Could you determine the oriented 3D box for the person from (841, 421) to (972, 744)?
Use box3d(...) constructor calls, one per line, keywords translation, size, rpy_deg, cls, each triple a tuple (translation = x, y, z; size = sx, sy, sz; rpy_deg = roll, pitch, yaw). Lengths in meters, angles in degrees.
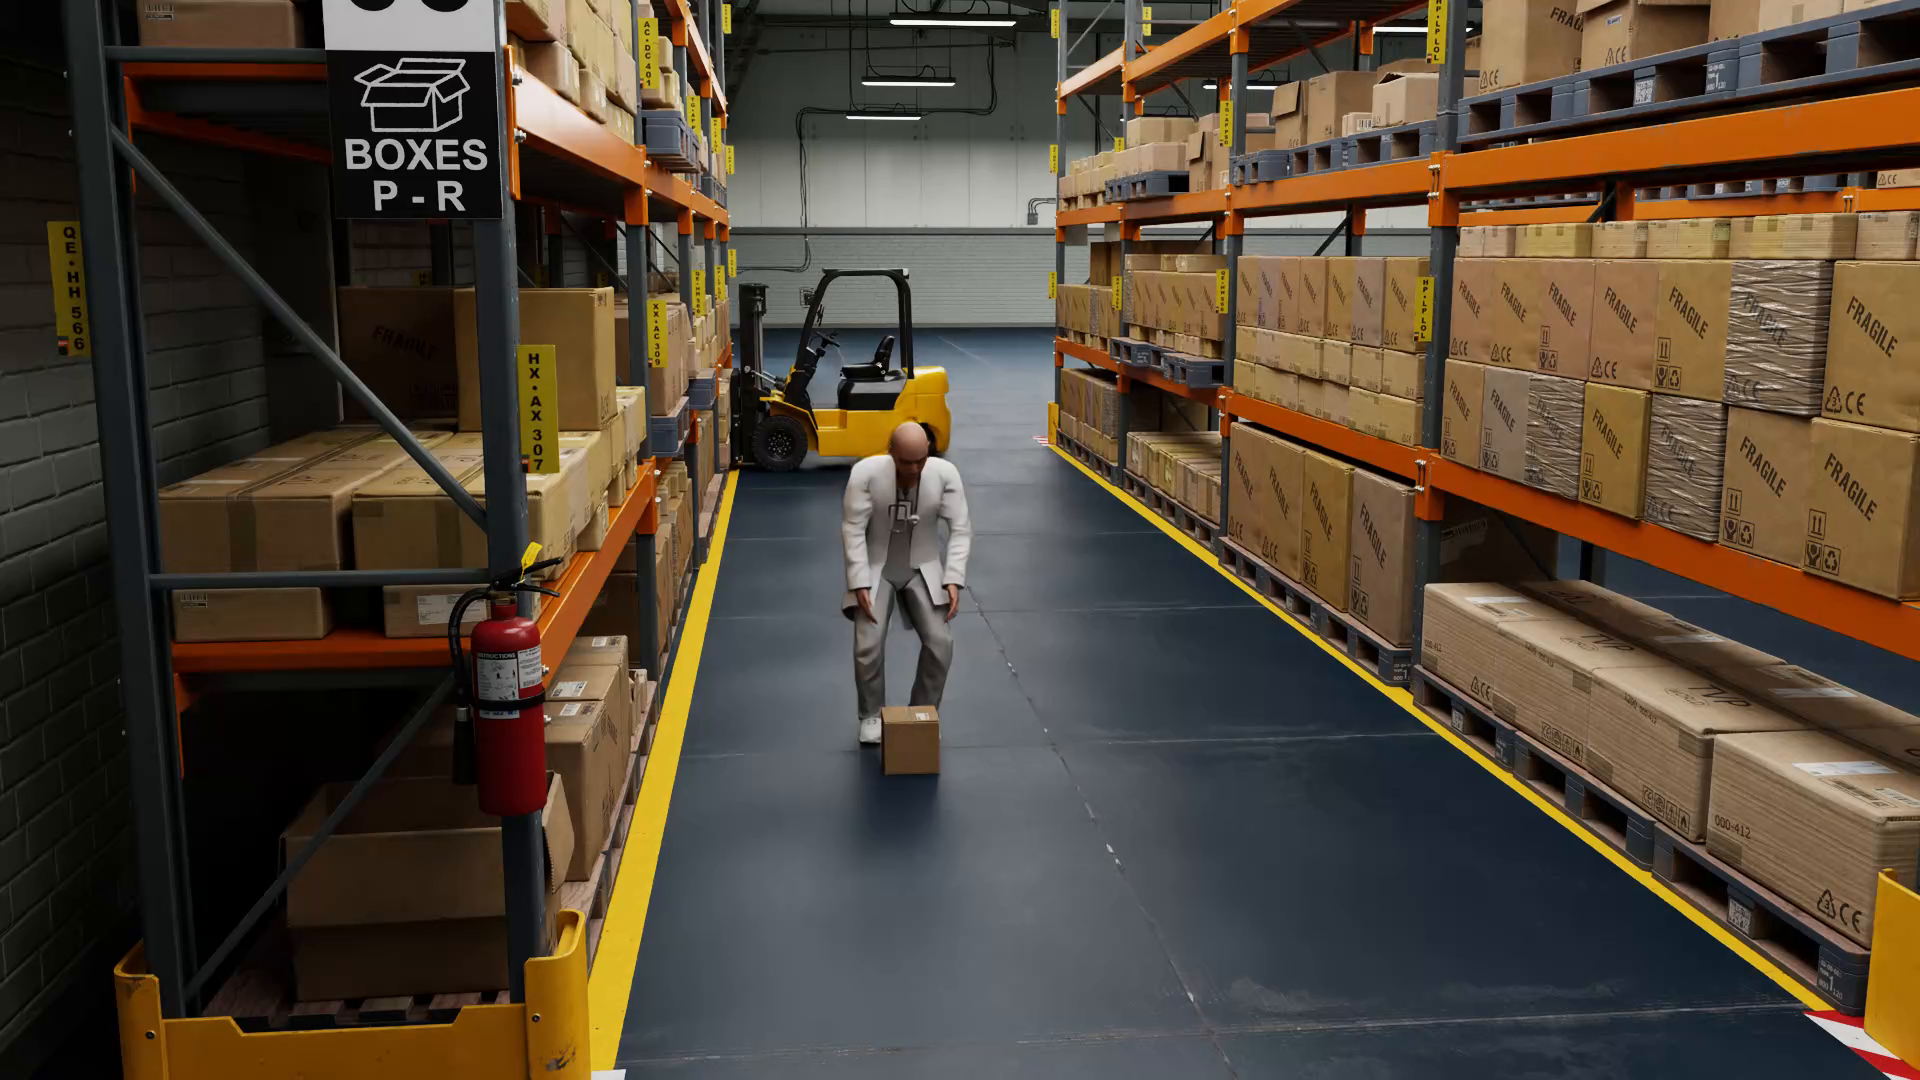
box3d(translation=(-0.261, 0.190, 7.994), size=(0.626, 1.564, 0.613), rpy_deg=(-1, 10, -6), cls="person")
